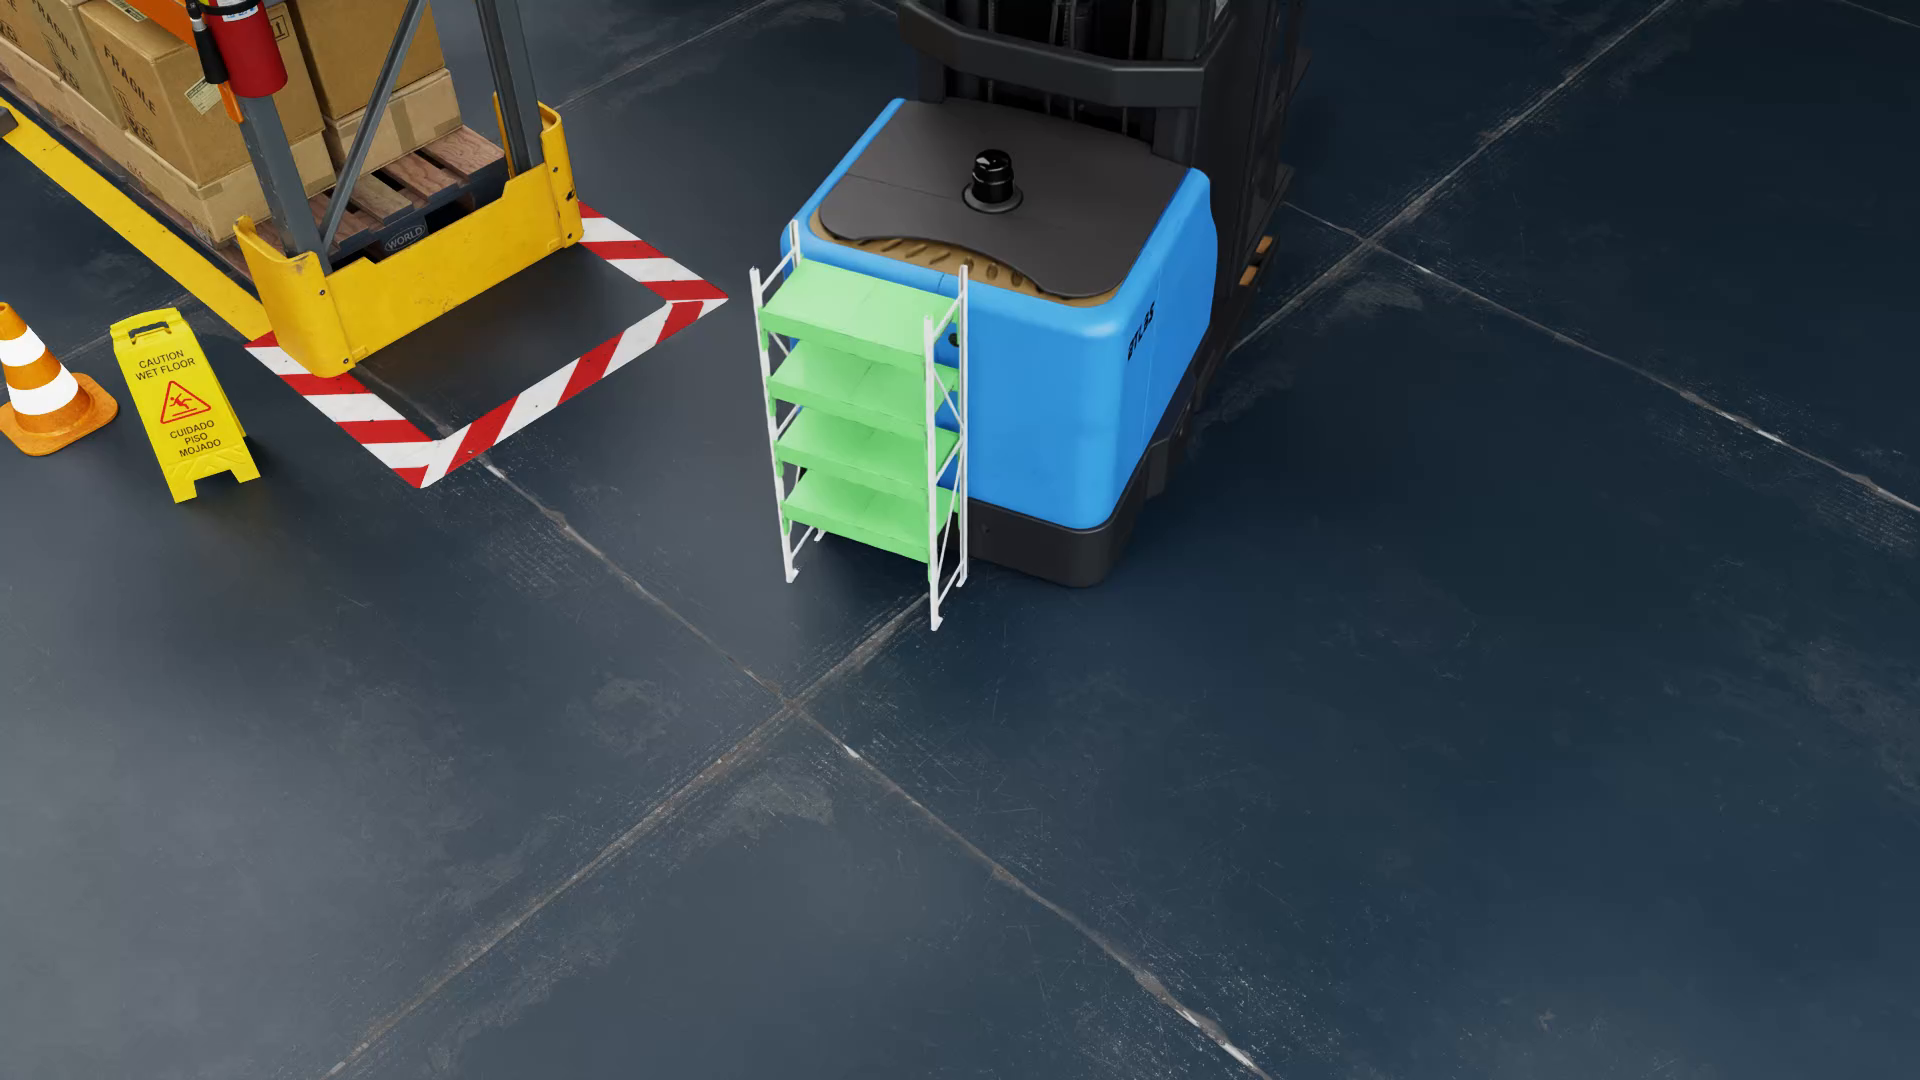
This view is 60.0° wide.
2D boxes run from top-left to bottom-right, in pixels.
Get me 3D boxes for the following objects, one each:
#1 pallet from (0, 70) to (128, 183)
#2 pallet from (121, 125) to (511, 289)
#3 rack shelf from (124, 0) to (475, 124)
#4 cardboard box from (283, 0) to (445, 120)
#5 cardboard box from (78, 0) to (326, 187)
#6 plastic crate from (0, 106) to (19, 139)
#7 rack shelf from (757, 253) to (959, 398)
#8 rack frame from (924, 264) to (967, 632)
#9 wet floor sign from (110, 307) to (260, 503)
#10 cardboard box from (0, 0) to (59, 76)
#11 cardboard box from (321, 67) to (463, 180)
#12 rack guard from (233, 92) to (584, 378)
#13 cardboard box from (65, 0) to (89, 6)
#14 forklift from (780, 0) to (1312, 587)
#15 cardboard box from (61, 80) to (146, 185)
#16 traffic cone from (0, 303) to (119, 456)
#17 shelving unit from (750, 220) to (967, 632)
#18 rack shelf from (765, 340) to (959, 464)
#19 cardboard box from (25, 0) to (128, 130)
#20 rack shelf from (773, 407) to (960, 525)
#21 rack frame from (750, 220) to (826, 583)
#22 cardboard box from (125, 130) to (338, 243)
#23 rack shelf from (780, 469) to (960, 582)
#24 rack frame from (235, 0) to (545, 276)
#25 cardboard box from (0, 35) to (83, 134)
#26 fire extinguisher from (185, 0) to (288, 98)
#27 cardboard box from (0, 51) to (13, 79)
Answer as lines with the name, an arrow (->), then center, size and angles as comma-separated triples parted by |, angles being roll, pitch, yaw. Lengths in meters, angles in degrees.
pallet -> -3.396, -2.037, 7.018 | 1.213, 0.211, 1.003 | 34, 55, 28
pallet -> -2.504, -1.434, 6.452 | 1.213, 0.211, 1.003 | 34, 55, 28
rack shelf -> -3.345, -2.673, 6.196 | 4.000, 0.370, 1.077 | 34, 55, 28
cardboard box -> -2.298, -1.948, 6.105 | 0.500, 0.500, 0.500 | 32, 55, 27
cardboard box -> -2.641, -1.646, 5.822 | 0.500, 0.500, 0.500 | 34, 56, 28
plastic crate -> -4.217, -1.693, 6.785 | 0.583, 0.080, 0.402 | 17, 49, 15
rack shelf -> -0.259, -0.570, 4.390 | 0.480, 0.148, 0.258 | 17, 50, 16
rack frame -> -0.034, -0.216, 4.629 | 0.015, 1.200, 0.240 | 17, 50, 16
wet floor sign -> -2.461, -0.457, 5.237 | 0.267, 0.644, 0.232 | -21, 50, -18
cardboard box -> -3.393, -2.156, 6.300 | 0.500, 0.500, 0.500 | 33, 55, 27
cardboard box -> -2.280, -1.680, 6.368 | 0.500, 0.250, 0.500 | 33, 55, 27
rack guard -> -1.931, -1.112, 5.951 | 0.348, 0.500, 1.175 | 34, 55, 28
cardboard box -> -2.956, -2.014, 5.722 | 0.250, 0.149, 0.380 | 36, 56, 29
forklift -> 0.533, -1.951, 5.072 | 1.130, 2.935, 3.031 | 17, 49, 16
cardboard box -> -3.027, -1.649, 6.339 | 0.500, 0.250, 0.500 | 34, 55, 28
traffic cone -> -3.066, -0.584, 5.480 | 0.334, 0.463, 0.336 | 34, 55, 28
shelving unit -> -0.258, -0.286, 4.695 | 0.503, 1.200, 0.258 | 17, 50, 16
rack shelf -> -0.258, -0.406, 4.566 | 0.480, 0.148, 0.258 | 17, 50, 16
cardboard box -> -3.027, -1.902, 6.062 | 0.500, 0.500, 0.500 | 36, 56, 29
rack shelf -> -0.258, -0.243, 4.742 | 0.480, 0.148, 0.258 | 17, 50, 16
rack frame -> -0.482, -0.357, 4.761 | 0.015, 1.200, 0.240 | 17, 50, 16
cardboard box -> -2.669, -1.400, 6.105 | 0.500, 0.250, 0.500 | 34, 55, 28
rack shelf -> -0.257, -0.080, 4.917 | 0.480, 0.148, 0.258 | 17, 50, 16
rack frame -> -1.875, -1.930, 5.005 | 0.127, 3.000, 1.000 | 34, 55, 28
cardboard box -> -3.415, -1.905, 6.579 | 0.500, 0.250, 0.500 | 32, 55, 26
fire extinguisher -> -2.104, -1.600, 4.748 | 0.183, 0.674, 0.296 | 34, 55, 28
cardboard box -> -3.773, -2.156, 6.814 | 0.500, 0.250, 0.500 | 33, 55, 27
